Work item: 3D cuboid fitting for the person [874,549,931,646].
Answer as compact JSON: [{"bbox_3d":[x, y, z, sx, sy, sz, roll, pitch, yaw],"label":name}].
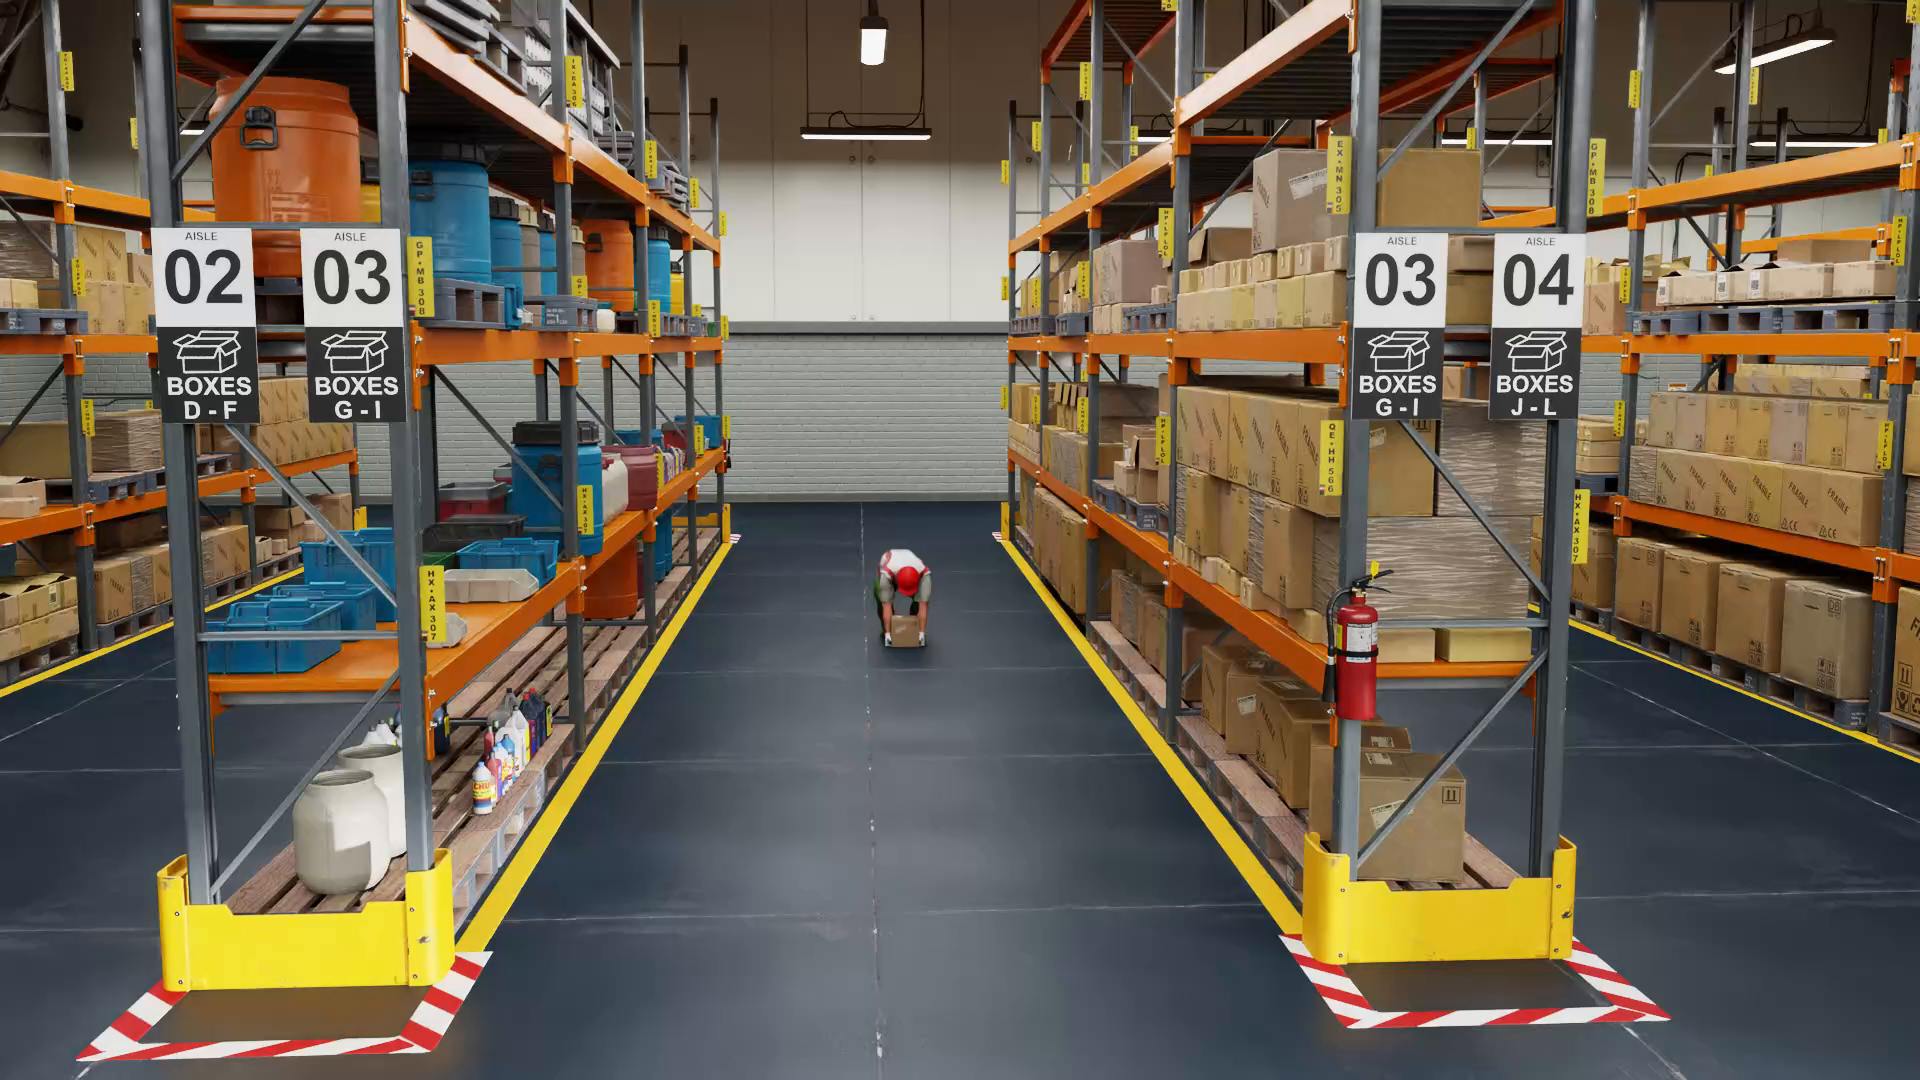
[{"bbox_3d":[-0.531,0.529,15.408,0.530,0.844,0.966,-1,7,-5],"label":"person"}]
